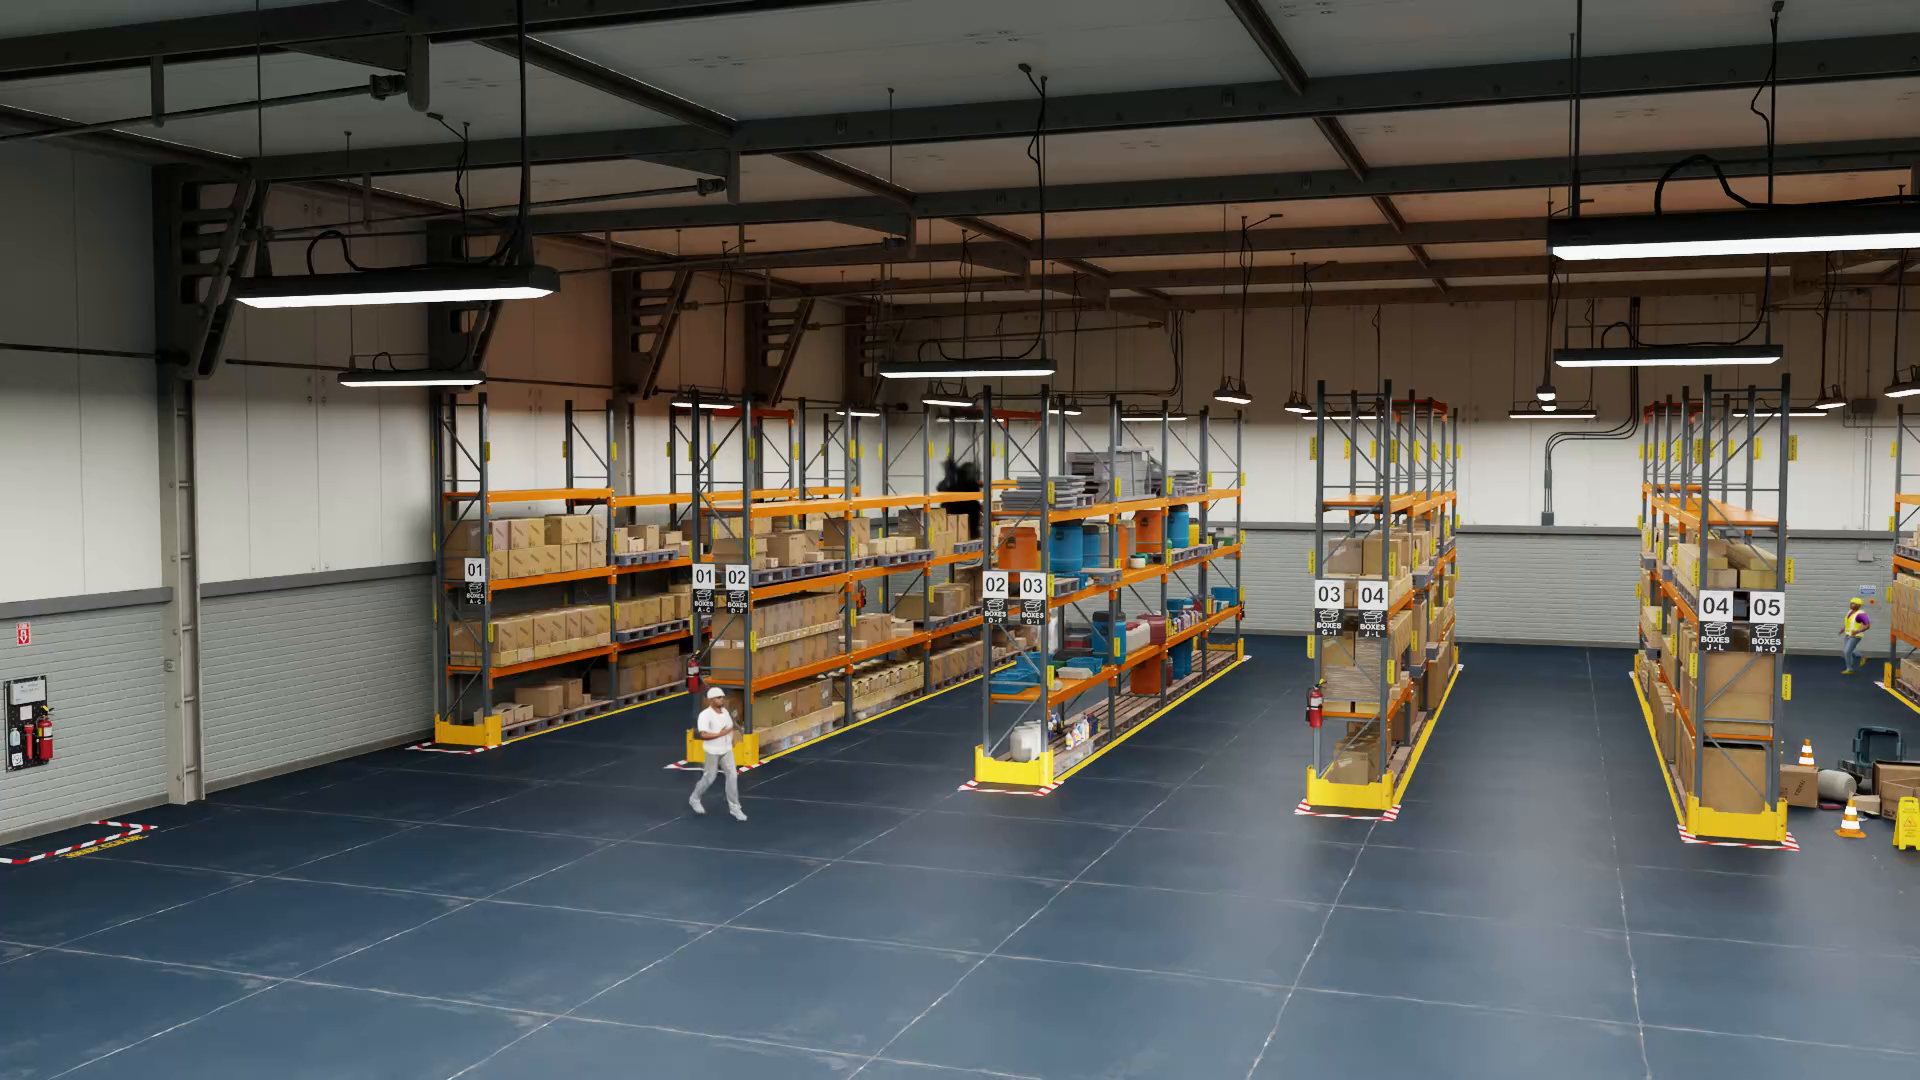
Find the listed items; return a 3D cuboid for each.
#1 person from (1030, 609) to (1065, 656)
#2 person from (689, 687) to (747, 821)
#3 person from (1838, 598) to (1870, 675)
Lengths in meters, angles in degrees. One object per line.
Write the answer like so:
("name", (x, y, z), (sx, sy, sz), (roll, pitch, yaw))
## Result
("person", (1.809, 2.270, 34.610), (0.708, 1.773, 1.035), (1, 3, 17))
("person", (-3.297, 2.888, 22.608), (0.939, 1.779, 0.690), (2, 4, 37))
("person", (20.140, 2.157, 37.365), (0.652, 1.724, 0.702), (0, 3, -2))
